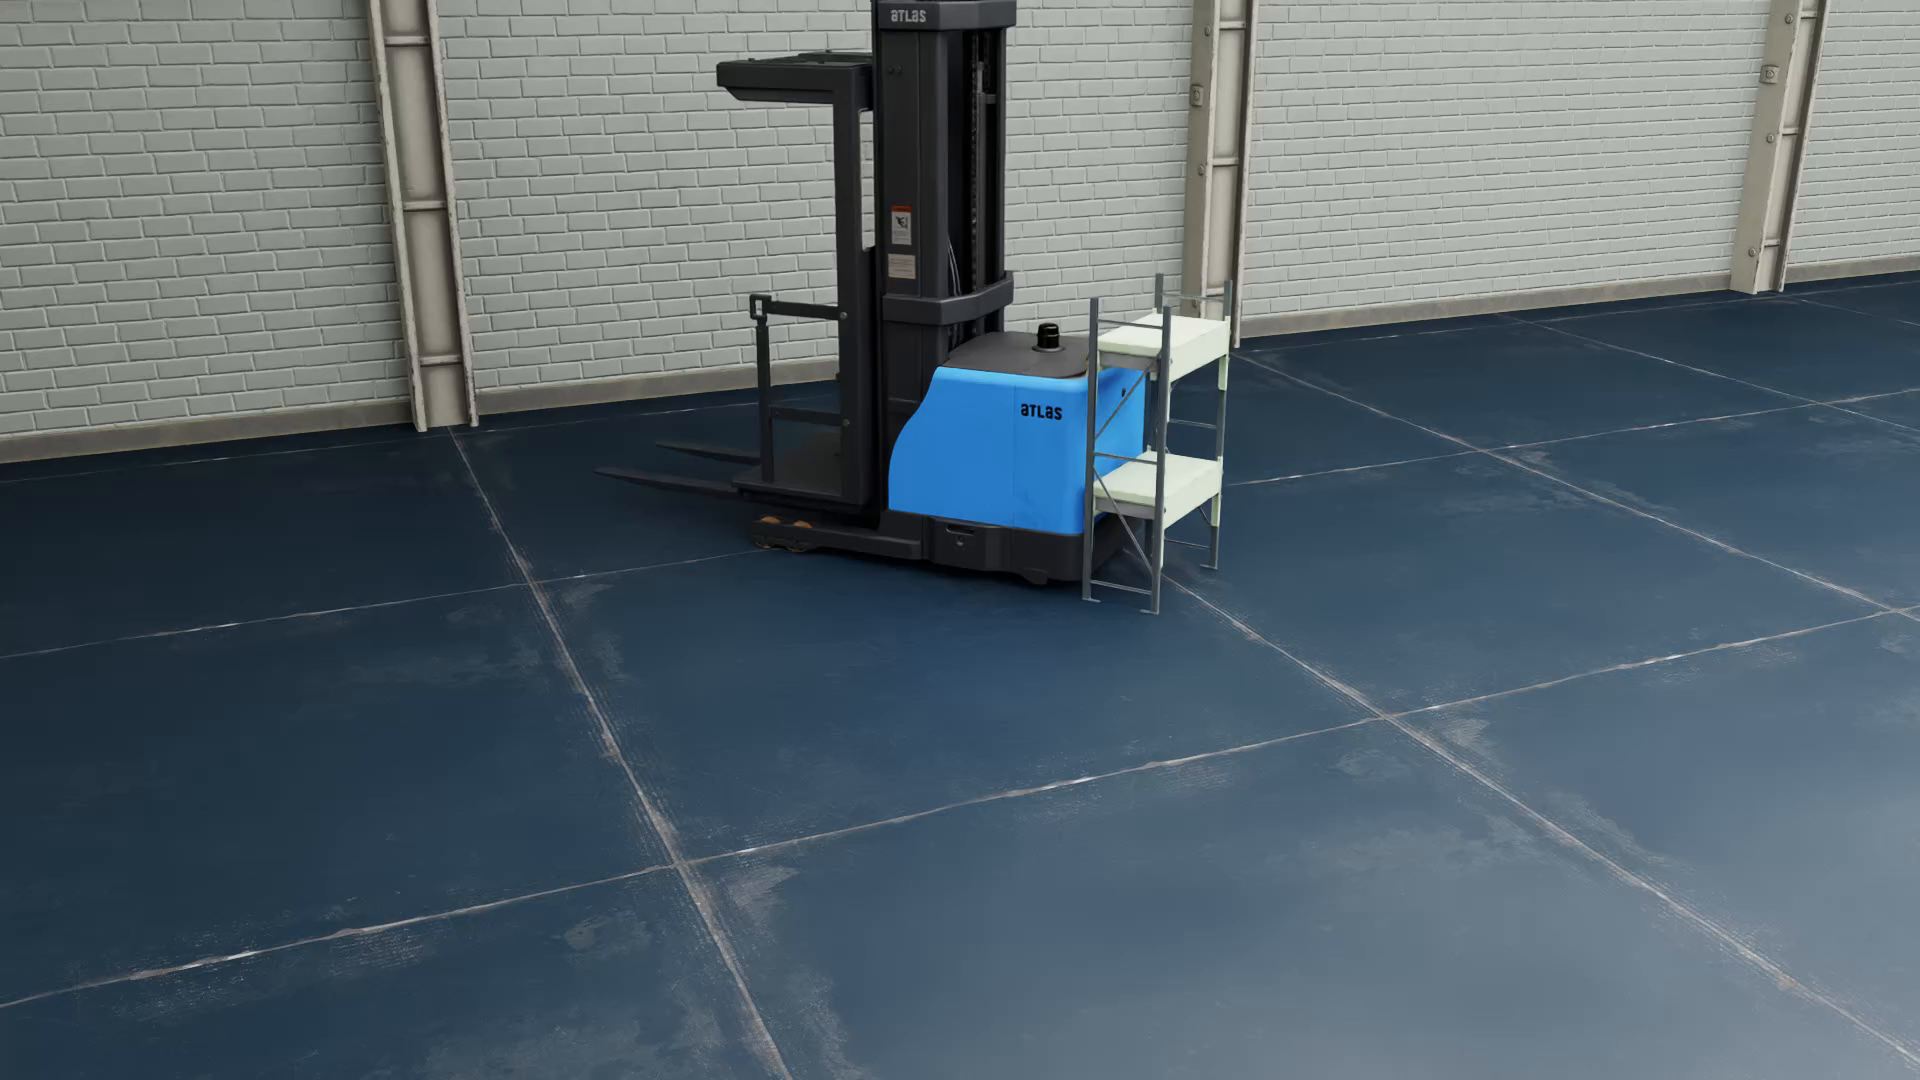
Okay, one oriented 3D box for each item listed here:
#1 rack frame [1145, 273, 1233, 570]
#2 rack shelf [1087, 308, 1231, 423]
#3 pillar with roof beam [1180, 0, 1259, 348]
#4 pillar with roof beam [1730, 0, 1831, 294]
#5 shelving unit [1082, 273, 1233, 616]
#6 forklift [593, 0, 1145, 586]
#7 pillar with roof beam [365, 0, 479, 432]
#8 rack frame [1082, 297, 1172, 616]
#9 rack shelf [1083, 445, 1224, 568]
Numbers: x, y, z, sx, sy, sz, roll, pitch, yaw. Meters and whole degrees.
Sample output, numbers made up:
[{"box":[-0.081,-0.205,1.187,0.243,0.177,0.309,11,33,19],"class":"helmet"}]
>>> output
[{"box":[1.151,-0.590,8.440,0.400,1.500,0.023,11,22,29],"class":"rack frame"},{"box":[0.965,-0.854,8.013,0.431,0.370,0.720,11,22,29],"class":"rack shelf"},{"box":[3.728,-4.513,8.290,0.400,9.000,9.100,-8,21,-22],"class":"pillar with roof beam"},{"box":[9.238,-5.302,10.532,0.400,9.000,9.100,-8,21,-22],"class":"pillar with roof beam"},{"box":[0.965,-0.485,8.143,0.431,1.500,0.755,11,22,29],"class":"shelving unit"},{"box":[-0.573,-1.462,8.762,3.031,2.935,1.130,8,21,22],"class":"forklift"},{"box":[-1.781,-3.724,6.048,0.400,9.000,9.100,-8,21,-22],"class":"pillar with roof beam"},{"box":[0.779,-0.381,7.845,0.400,1.500,0.023,11,22,29],"class":"rack frame"},{"box":[0.965,-0.178,8.251,0.431,0.370,0.720,11,22,29],"class":"rack shelf"}]
